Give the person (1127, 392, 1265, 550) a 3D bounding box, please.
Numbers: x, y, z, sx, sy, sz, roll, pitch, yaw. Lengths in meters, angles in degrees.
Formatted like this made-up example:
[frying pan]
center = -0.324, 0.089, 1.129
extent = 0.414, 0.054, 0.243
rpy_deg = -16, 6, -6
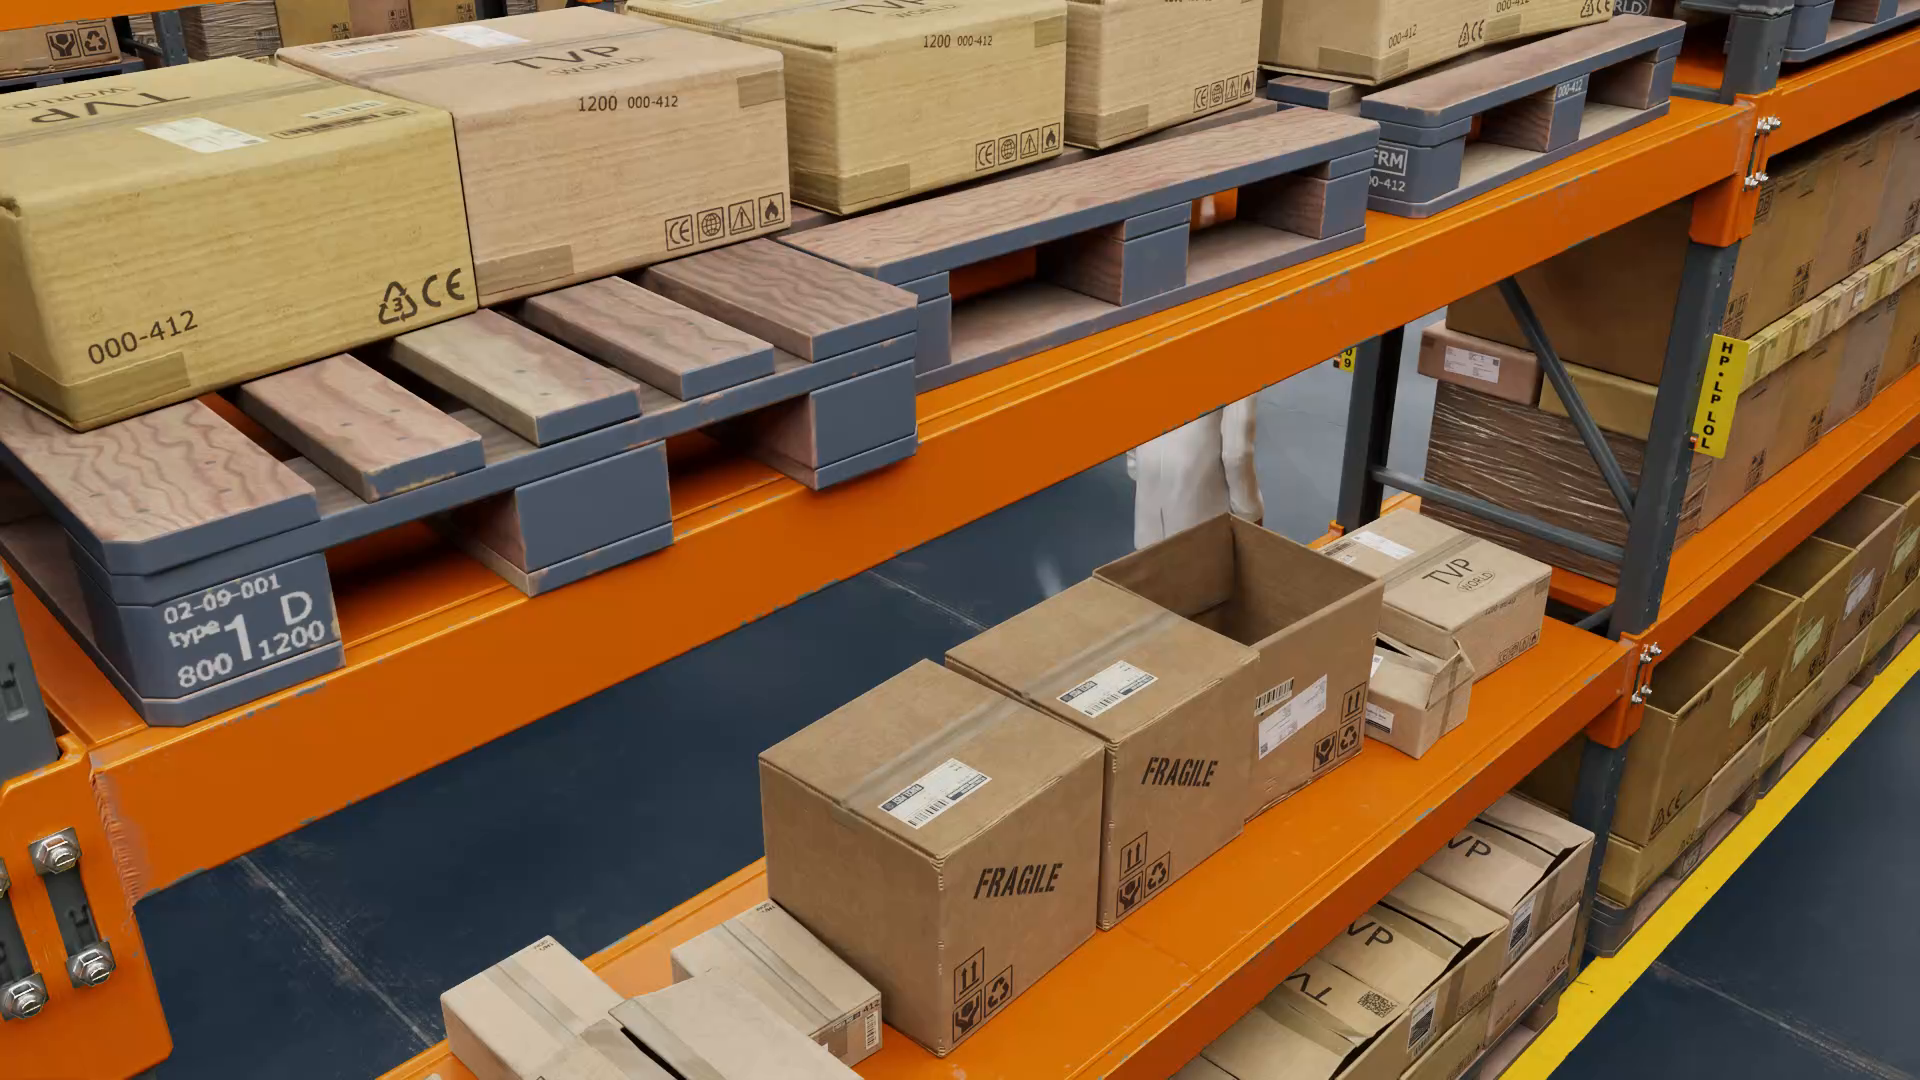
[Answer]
[person]
center = 0.899, -0.164, 6.453
extent = 0.424, 1.774, 0.644
rpy_deg = -24, 36, -38
